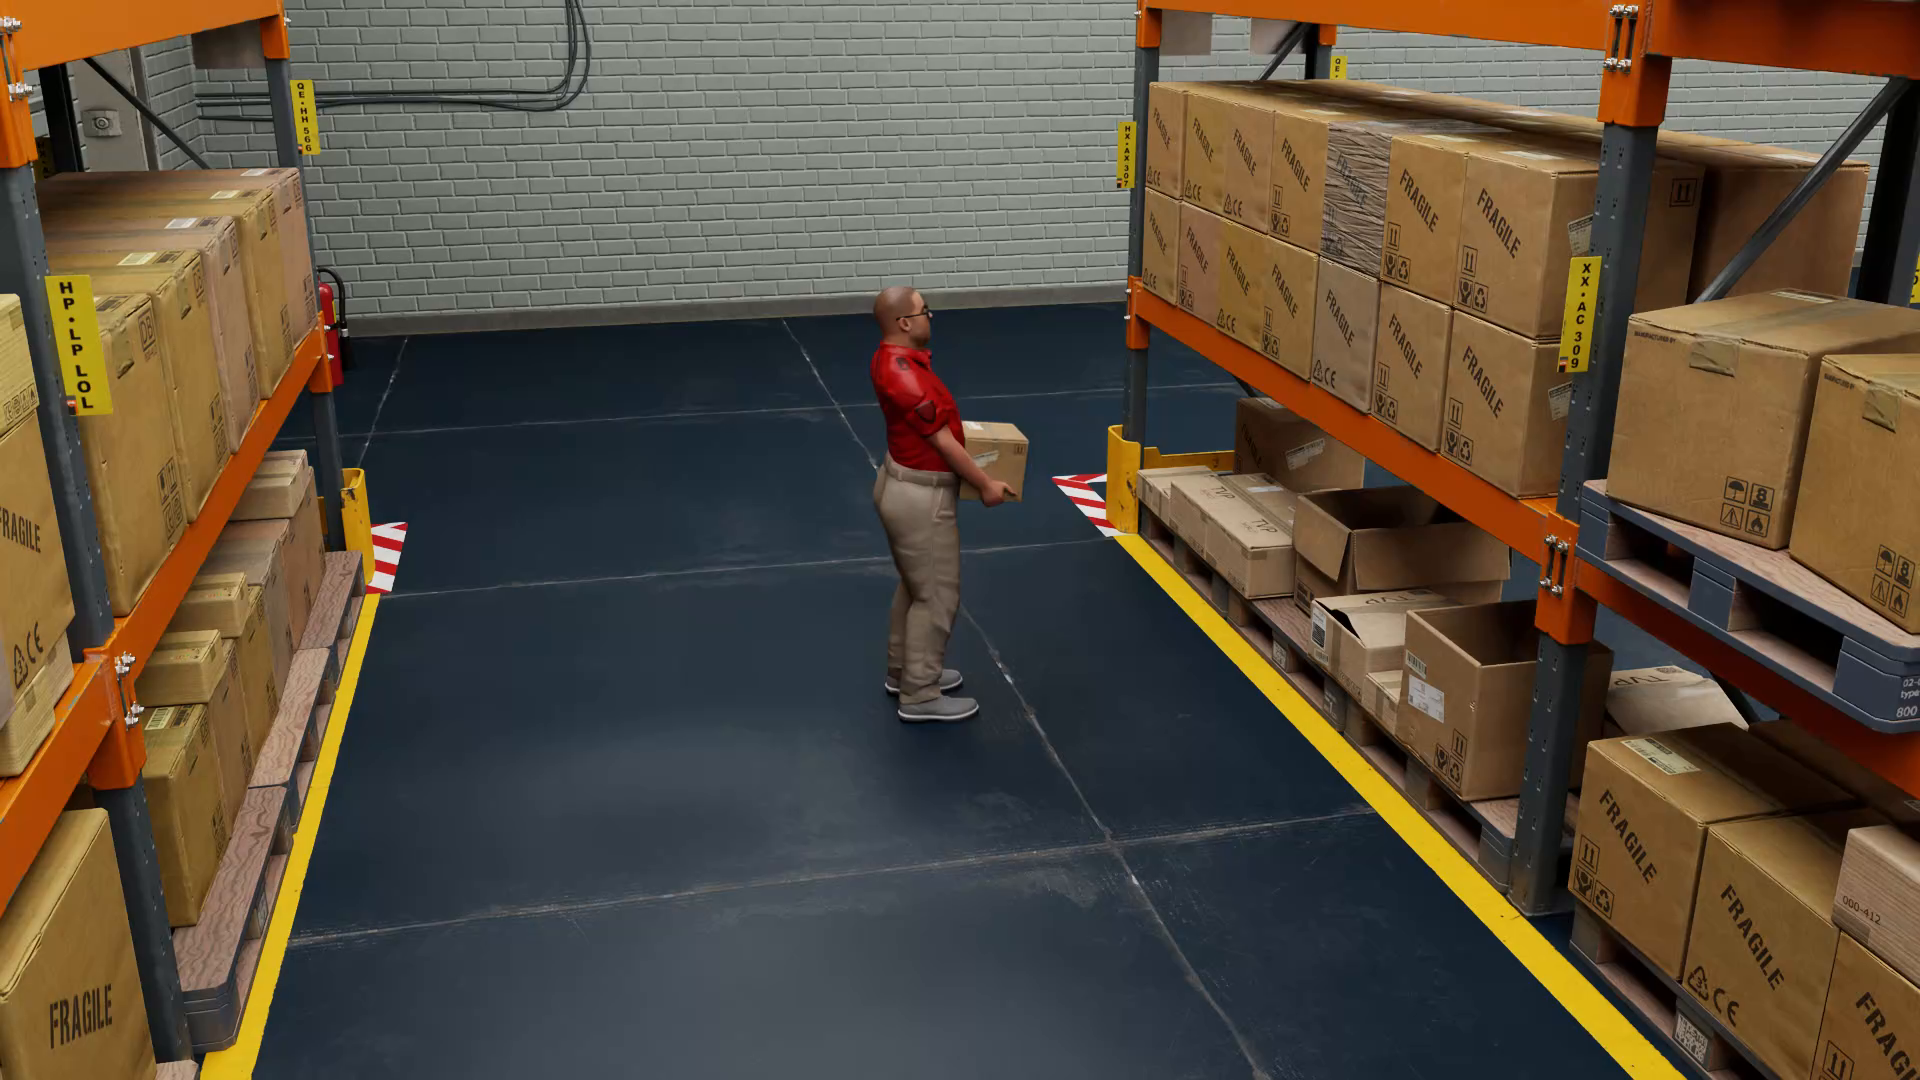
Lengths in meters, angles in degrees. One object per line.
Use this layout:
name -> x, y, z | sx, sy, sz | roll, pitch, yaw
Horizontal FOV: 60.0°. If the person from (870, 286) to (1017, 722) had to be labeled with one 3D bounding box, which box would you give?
person -> -0.072, -0.154, 6.549 | 0.531, 1.713, 0.494 | -4, 20, -12
